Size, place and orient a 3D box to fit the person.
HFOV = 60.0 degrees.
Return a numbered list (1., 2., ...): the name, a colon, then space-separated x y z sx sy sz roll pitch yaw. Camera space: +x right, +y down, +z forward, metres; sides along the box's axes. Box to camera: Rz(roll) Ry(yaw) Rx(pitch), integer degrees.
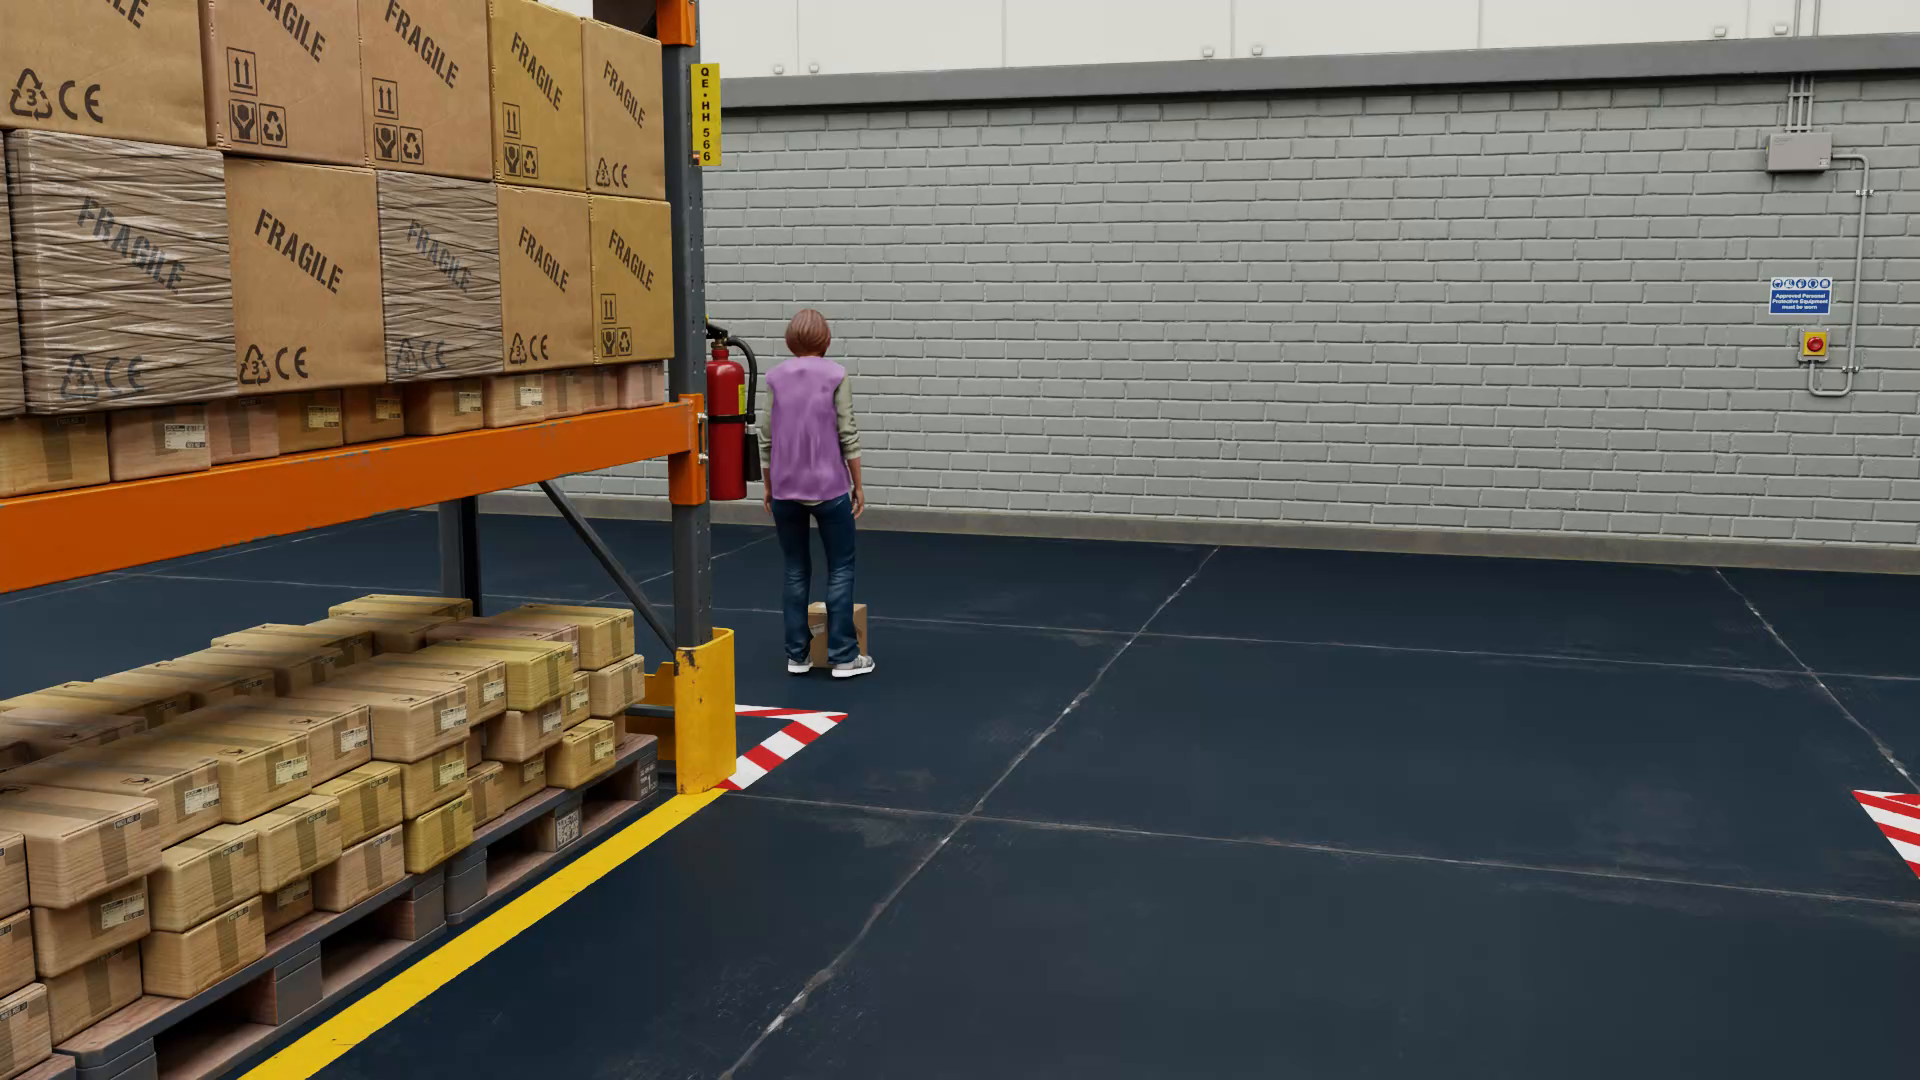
1. person: -0.633 -0.200 7.215 0.476 1.592 0.377 2 9 13
